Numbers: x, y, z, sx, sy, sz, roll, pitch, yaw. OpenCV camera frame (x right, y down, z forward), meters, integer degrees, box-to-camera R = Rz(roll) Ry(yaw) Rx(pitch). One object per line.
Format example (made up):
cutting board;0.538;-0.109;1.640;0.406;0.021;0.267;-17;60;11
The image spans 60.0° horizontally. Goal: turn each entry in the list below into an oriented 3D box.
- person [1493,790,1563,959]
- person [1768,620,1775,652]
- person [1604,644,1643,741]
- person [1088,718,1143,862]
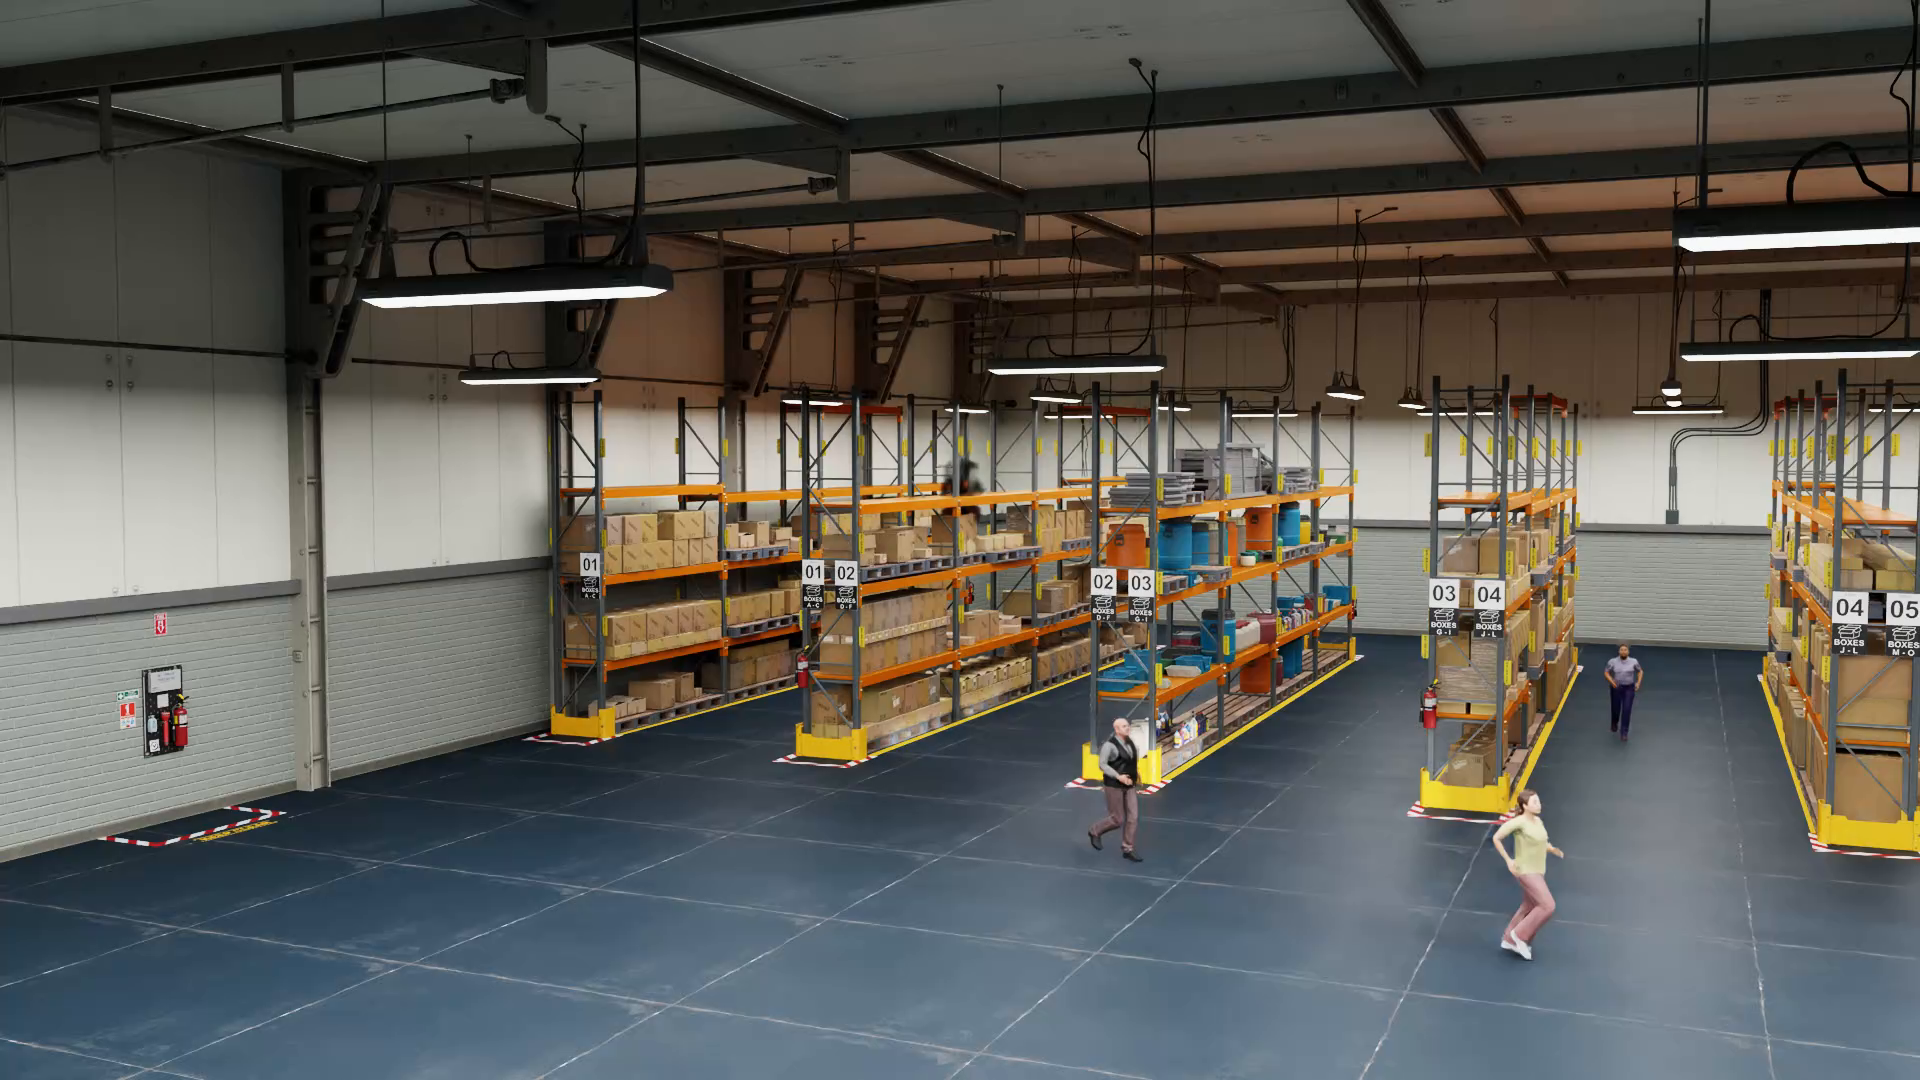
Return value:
person;5.594;3.263;16.265;0.560;1.639;0.623;-3;4;-43
person;18.269;2.115;36.750;0.756;1.779;0.727;1;3;21
person;11.470;2.617;28.751;0.631;1.632;0.718;1;3;20
person;1.937;3.032;20.336;0.684;1.723;0.772;-3;4;-43
